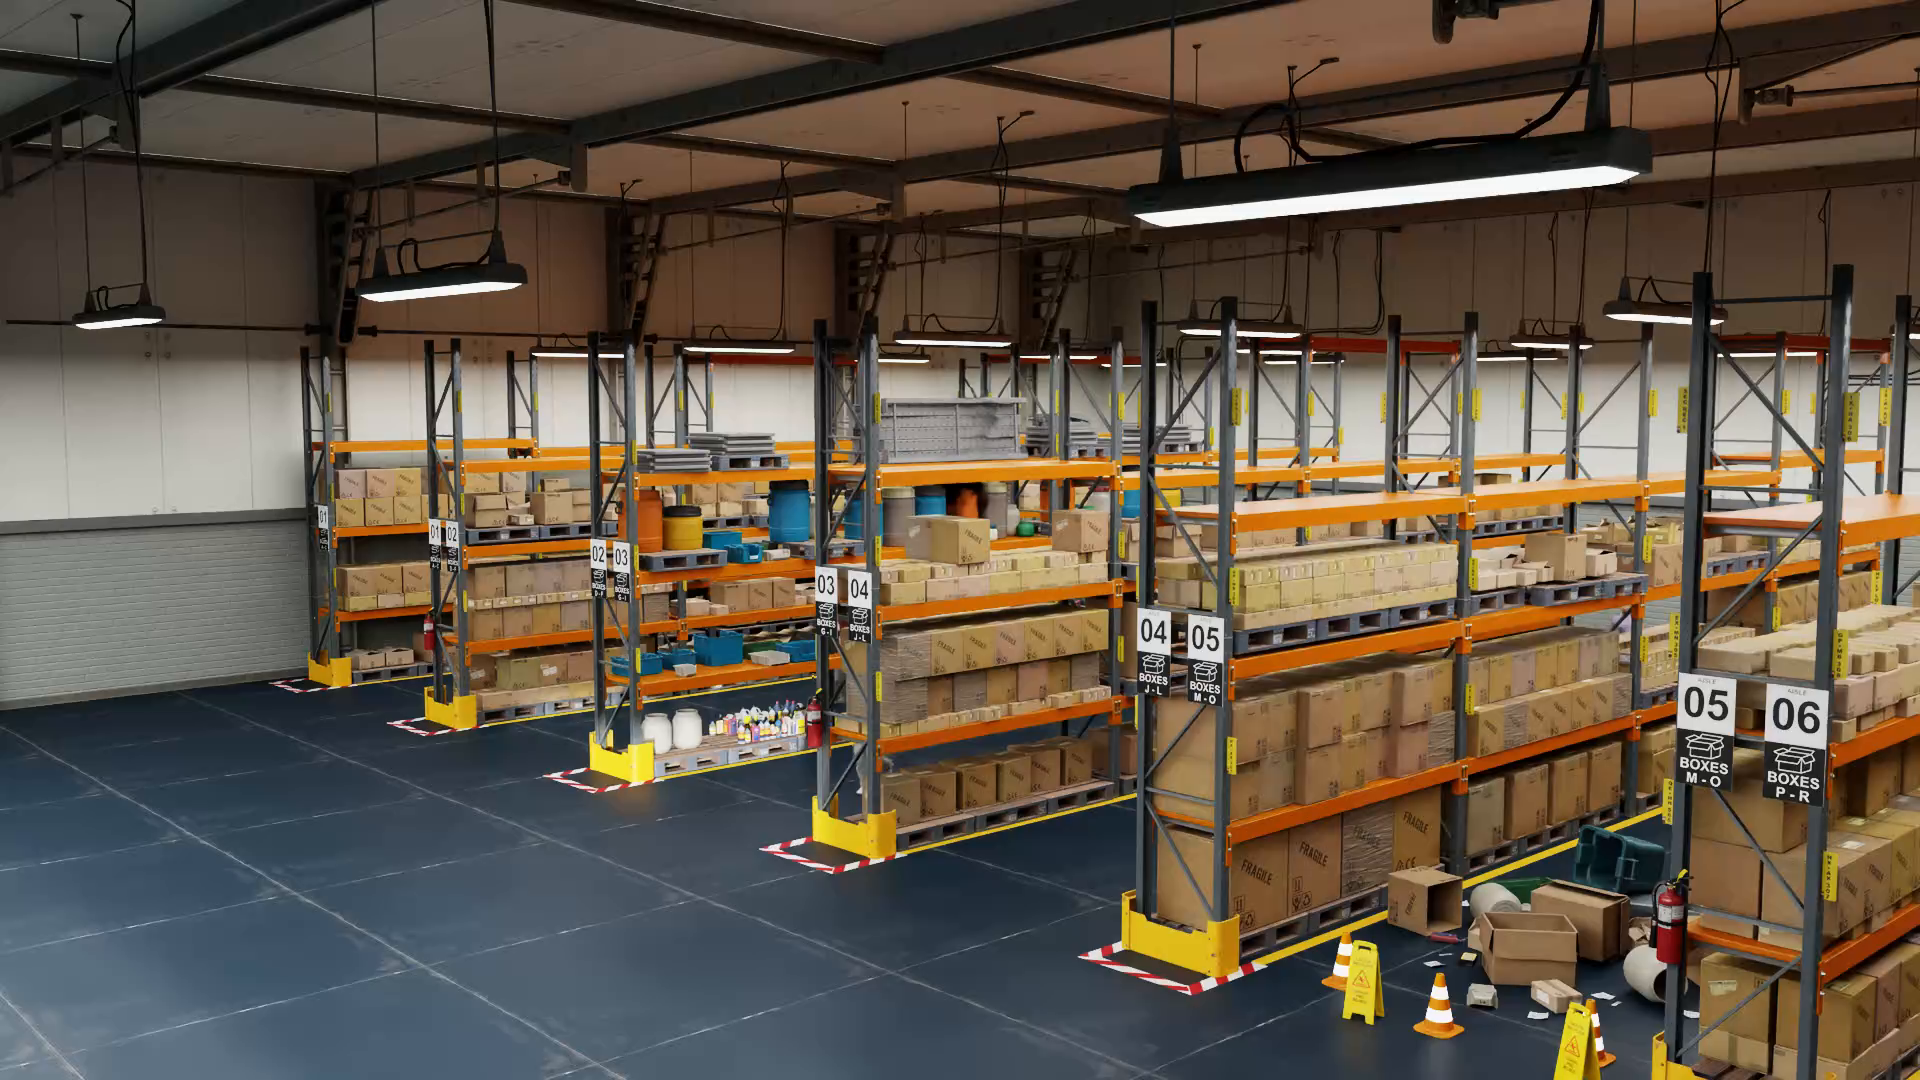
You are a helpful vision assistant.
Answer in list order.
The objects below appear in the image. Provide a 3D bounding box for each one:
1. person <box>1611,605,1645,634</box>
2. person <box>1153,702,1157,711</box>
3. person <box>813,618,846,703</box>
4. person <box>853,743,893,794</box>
[{"bbox_3d":[11.565,1.826,28.726,0.616,1.585,0.657,1,5,9],"label":"person"},{"bbox_3d":[3.305,1.968,26.887,0.590,1.701,0.827,4,6,35],"label":"person"},{"bbox_3d":[-2.079,1.886,27.376,0.683,1.756,0.730,4,6,39],"label":"person"},{"bbox_3d":[-1.149,2.458,21.580,0.565,1.615,0.646,3,6,33],"label":"person"}]
